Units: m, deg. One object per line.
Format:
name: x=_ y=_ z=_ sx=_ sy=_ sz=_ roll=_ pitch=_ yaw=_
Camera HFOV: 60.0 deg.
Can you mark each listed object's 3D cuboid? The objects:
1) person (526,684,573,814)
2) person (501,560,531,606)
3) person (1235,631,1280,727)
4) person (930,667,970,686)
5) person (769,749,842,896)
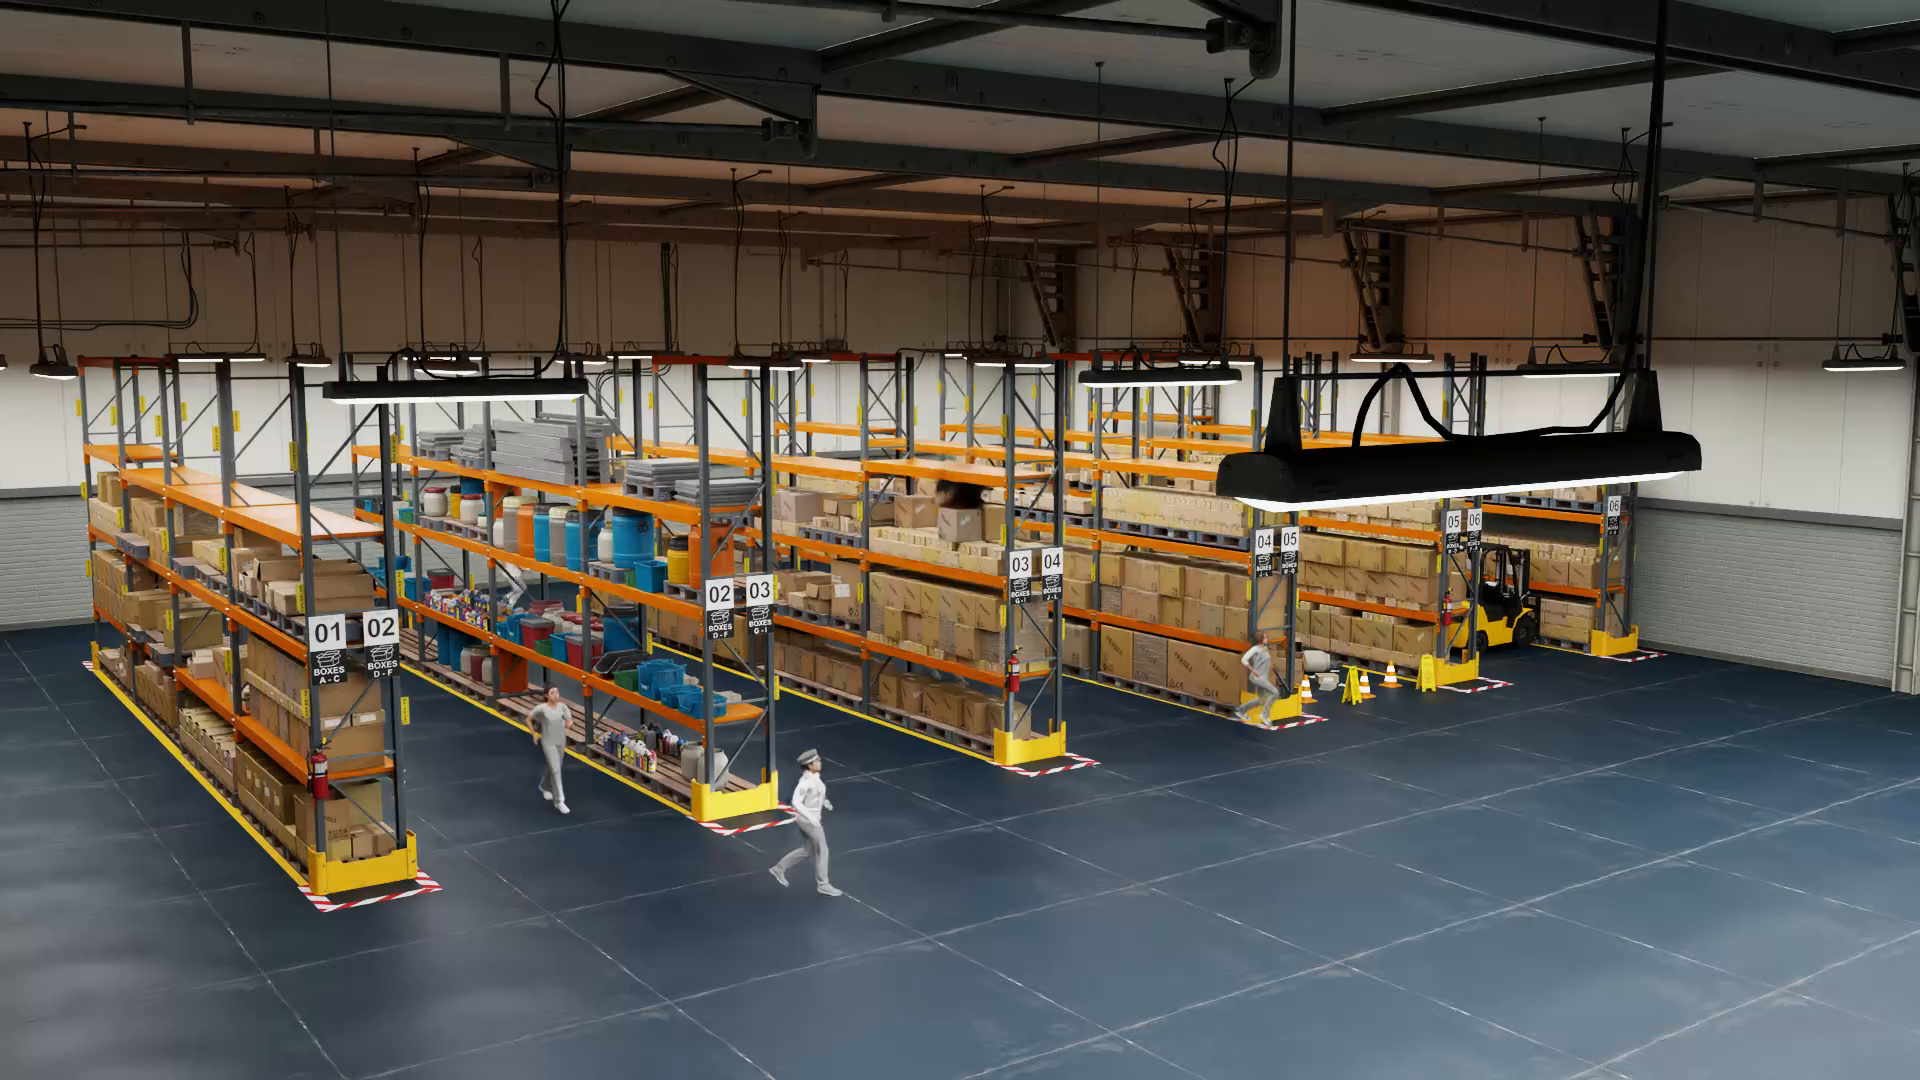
person: x=-5.484 y=2.765 z=22.395 sx=0.552 sy=1.682 sz=0.907 roll=-7 pitch=10 yaw=-45
person: x=-10.168 y=0.845 z=38.205 sx=0.648 sy=1.729 sz=0.709 roll=-4 pitch=8 yaw=-31
person: x=4.769 y=2.191 z=26.468 sx=0.733 sy=1.497 sz=0.542 roll=4 pitch=8 yaw=29
person: x=-0.166 y=1.753 z=30.560 sx=0.685 sy=1.803 sz=0.870 roll=-7 pitch=10 yaw=-44
person: x=-1.760 y=3.196 z=18.886 sx=0.833 sy=1.705 sz=0.608 roll=0 pitch=7 yaw=-3
